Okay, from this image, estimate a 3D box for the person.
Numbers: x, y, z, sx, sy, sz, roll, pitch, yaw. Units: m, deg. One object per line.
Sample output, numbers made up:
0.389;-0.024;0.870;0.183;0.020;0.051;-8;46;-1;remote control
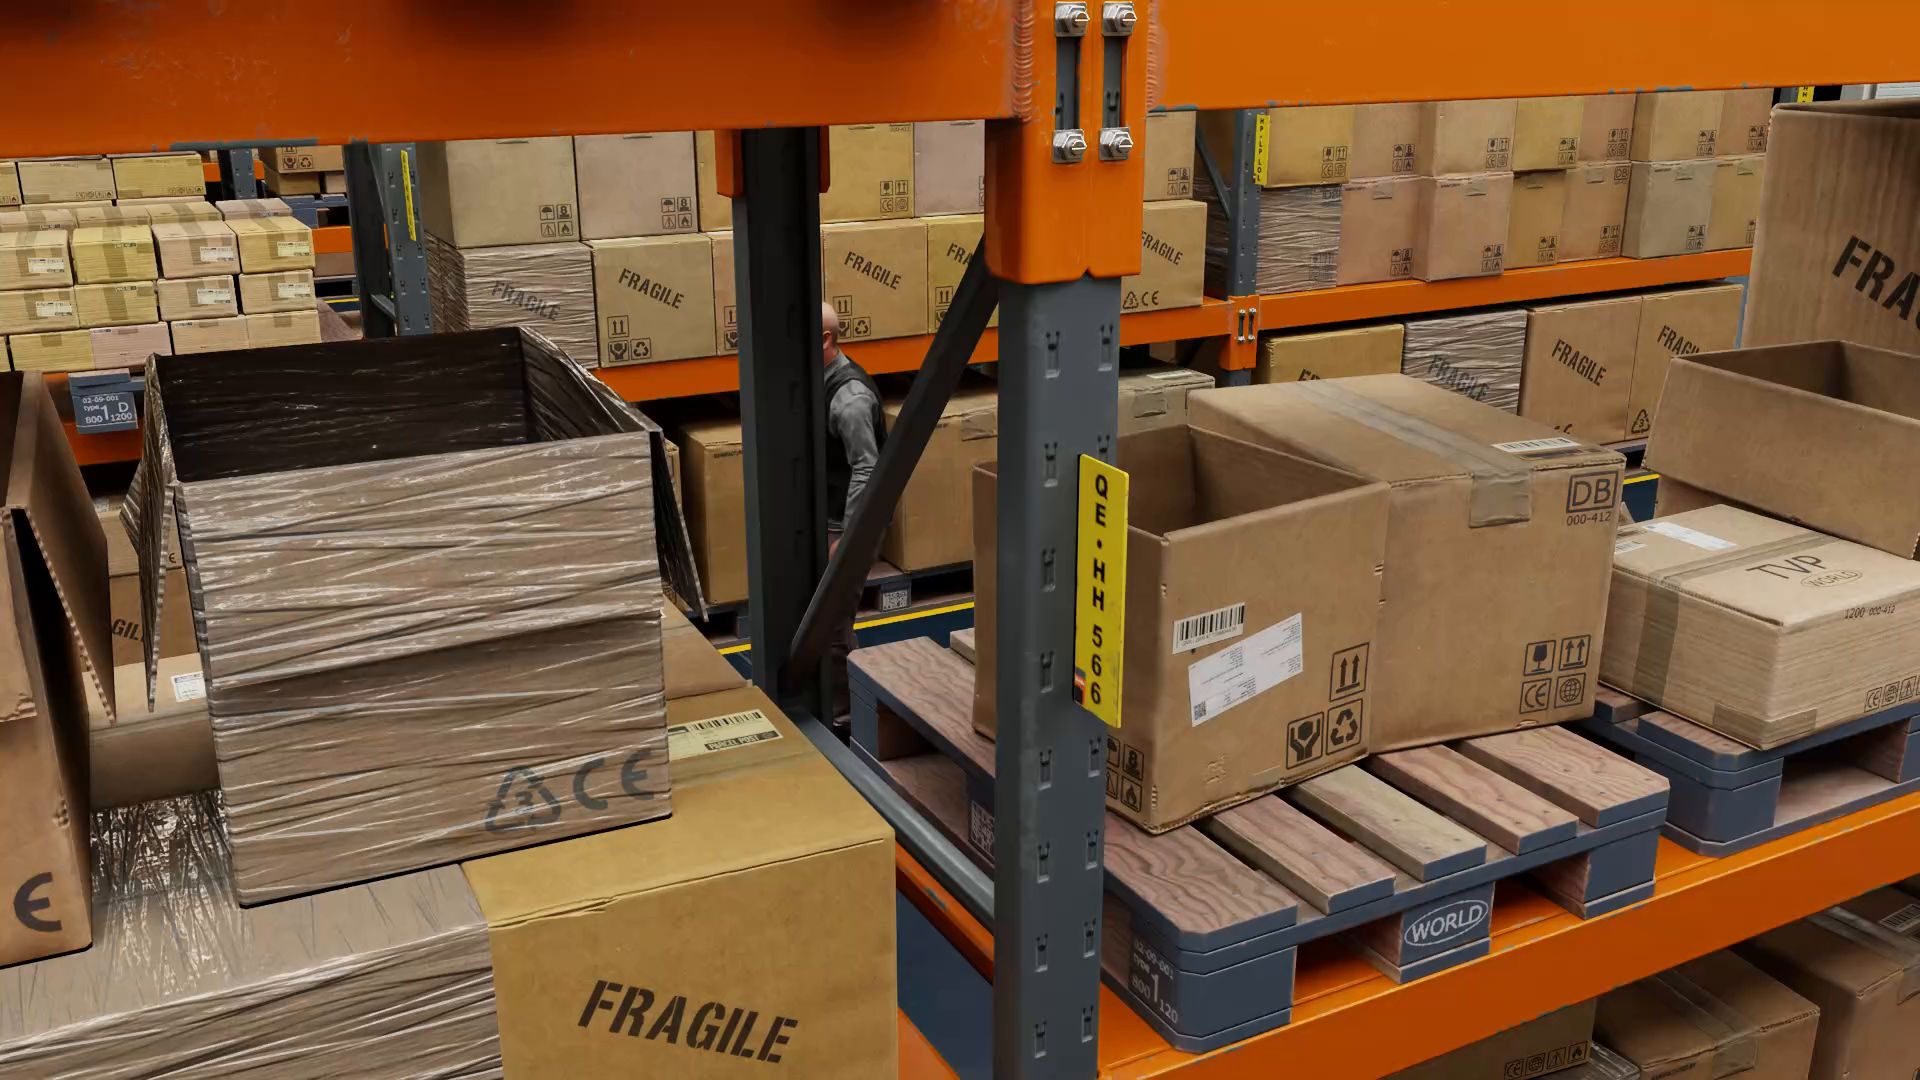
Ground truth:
-0.487;-0.057;6.268;0.460;1.721;0.580;-9;21;-26;person
